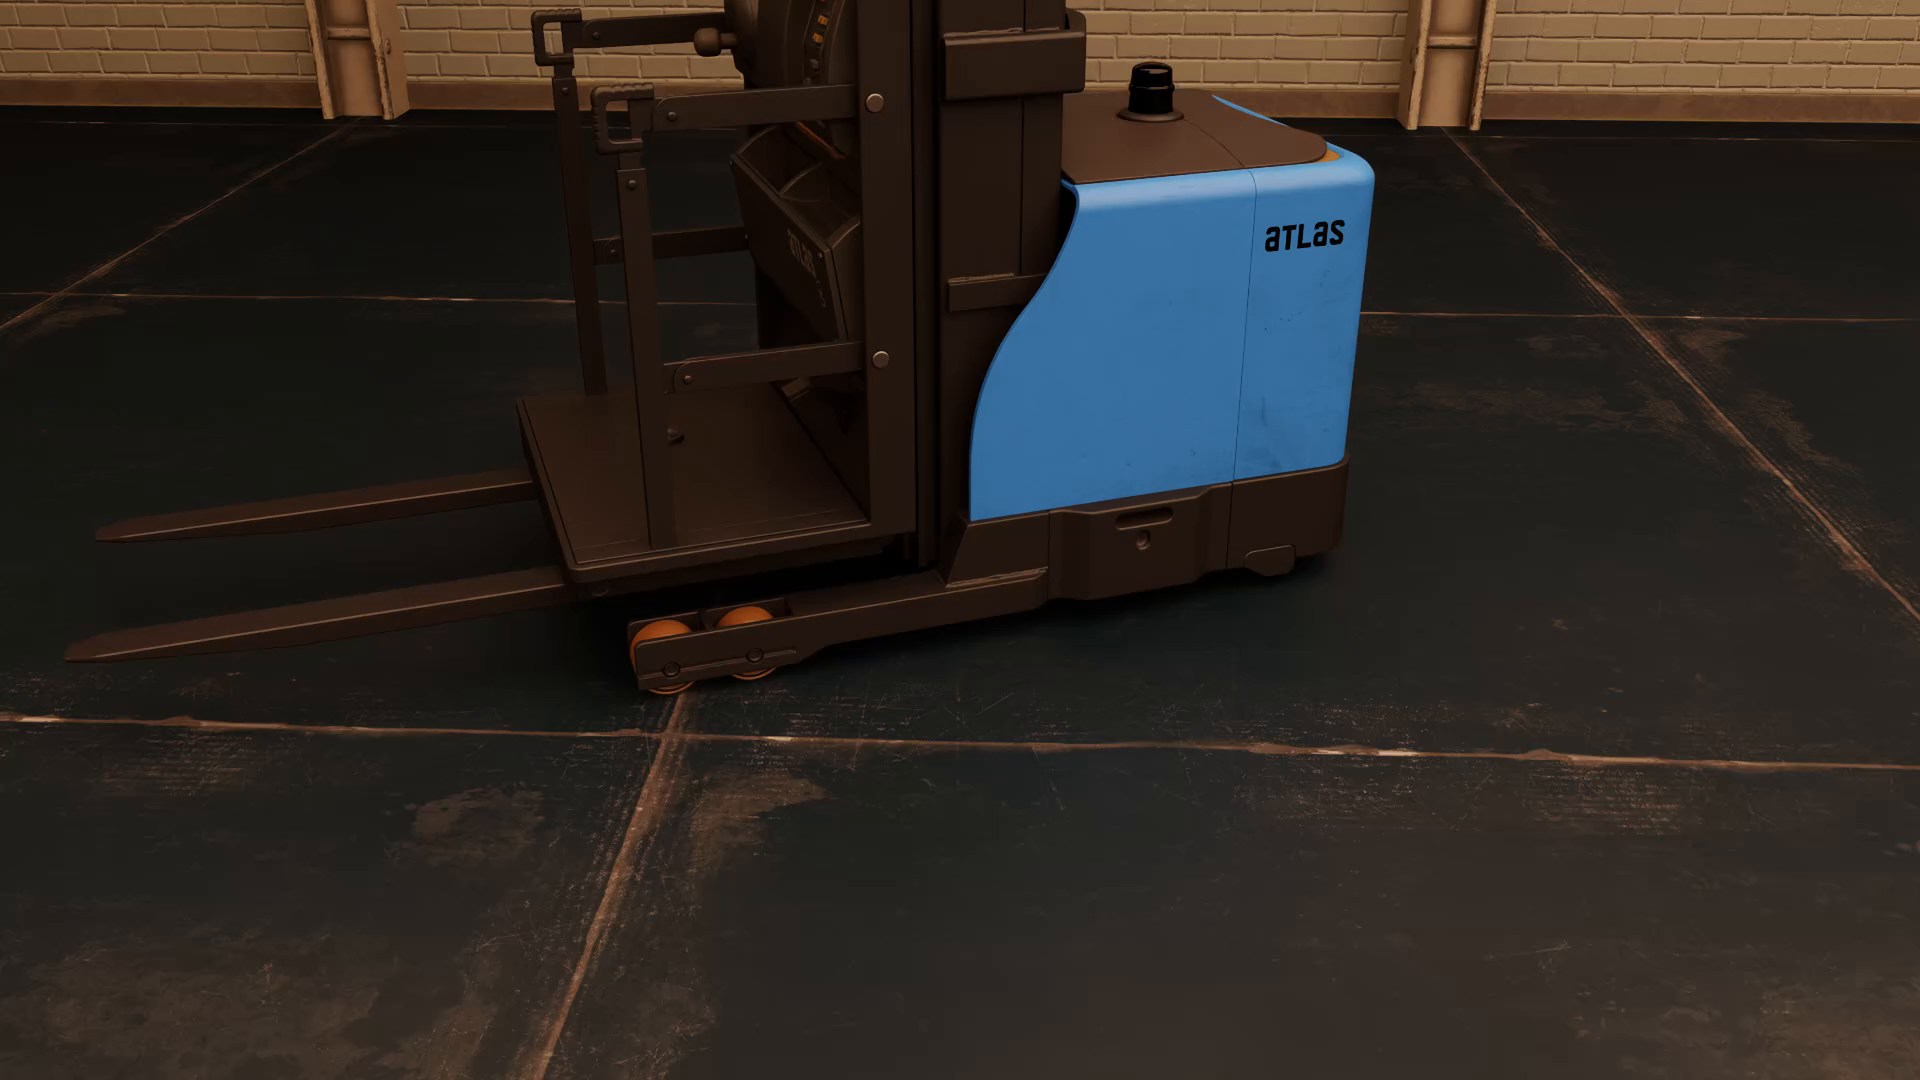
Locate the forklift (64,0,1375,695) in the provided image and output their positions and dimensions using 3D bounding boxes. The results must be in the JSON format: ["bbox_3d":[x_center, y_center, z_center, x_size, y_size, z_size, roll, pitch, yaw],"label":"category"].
[{"bbox_3d":[-0.573,-1.224,3.691,3.031,2.935,1.130,-9,28,-17],"label":"forklift"}]
